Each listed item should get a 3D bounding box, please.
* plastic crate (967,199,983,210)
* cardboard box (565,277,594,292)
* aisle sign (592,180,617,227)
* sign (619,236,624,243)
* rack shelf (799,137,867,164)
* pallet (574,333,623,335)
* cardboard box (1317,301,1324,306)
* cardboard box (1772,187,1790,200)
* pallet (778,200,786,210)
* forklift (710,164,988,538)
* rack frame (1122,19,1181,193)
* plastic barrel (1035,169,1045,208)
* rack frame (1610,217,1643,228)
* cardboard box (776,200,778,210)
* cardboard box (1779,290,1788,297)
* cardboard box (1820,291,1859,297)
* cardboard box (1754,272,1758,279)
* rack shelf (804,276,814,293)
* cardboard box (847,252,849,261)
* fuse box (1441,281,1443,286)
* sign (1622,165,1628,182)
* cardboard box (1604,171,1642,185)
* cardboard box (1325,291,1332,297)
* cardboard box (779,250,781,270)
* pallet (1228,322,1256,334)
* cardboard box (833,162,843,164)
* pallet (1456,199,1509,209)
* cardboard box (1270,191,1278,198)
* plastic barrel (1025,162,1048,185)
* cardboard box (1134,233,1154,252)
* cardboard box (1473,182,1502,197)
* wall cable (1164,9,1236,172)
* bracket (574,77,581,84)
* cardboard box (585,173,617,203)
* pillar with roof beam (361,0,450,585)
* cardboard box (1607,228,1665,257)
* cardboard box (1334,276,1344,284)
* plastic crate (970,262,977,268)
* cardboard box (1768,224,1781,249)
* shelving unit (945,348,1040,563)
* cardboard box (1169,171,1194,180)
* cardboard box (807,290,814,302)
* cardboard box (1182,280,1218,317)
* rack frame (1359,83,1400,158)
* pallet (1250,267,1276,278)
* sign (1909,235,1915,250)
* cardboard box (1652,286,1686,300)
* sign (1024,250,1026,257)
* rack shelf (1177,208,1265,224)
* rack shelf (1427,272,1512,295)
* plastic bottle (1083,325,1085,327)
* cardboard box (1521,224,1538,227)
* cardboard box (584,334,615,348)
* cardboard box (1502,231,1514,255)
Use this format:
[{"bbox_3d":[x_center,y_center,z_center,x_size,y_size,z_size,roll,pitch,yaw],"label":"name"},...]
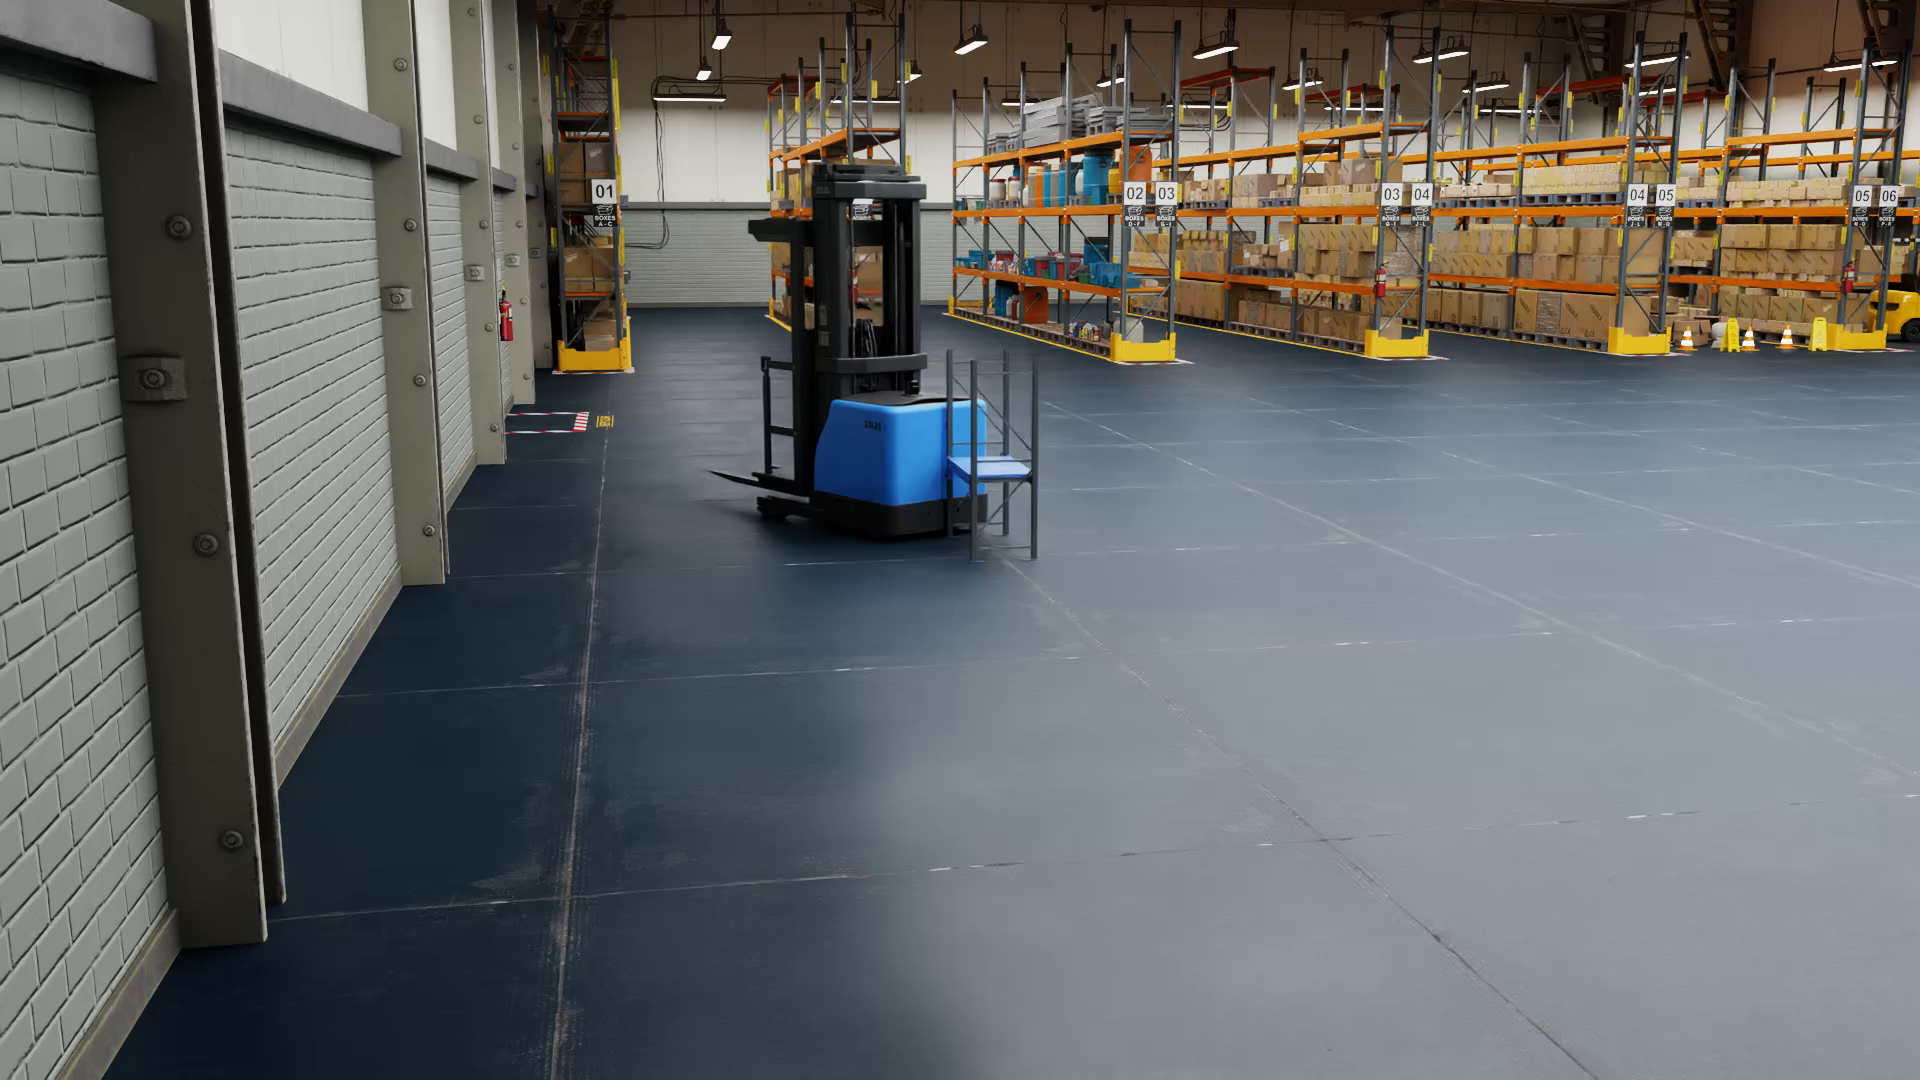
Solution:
[{"bbox_3d":[0.429,-8.696,43.158,0.437,0.282,0.530,-2,11,-11],"label":"plastic crate"},{"bbox_3d":[-6.586,-4.419,28.737,0.500,0.250,0.500,-2,11,-10],"label":"cardboard box"},{"bbox_3d":[-5.997,-5.679,28.056,0.394,0.787,0.004,-2,11,-11],"label":"aisle sign"},{"bbox_3d":[-7.330,-6.422,36.032,0.100,0.325,0.005,-2,11,-11],"label":"sign"},{"bbox_3d":[-2.613,-8.082,34.586,1.077,0.370,4.000,-2,11,-11],"label":"rack shelf"},{"bbox_3d":[-7.476,-4.134,34.354,1.003,0.211,1.213,-2,11,-11],"label":"pallet"},{"bbox_3d":[10.067,-6.505,45.853,0.380,0.149,0.250,-3,11,-14],"label":"cardboard box"},{"bbox_3d":[17.326,-7.214,34.661,0.500,0.250,0.500,-2,11,-10],"label":"cardboard box"},{"bbox_3d":[-3.722,-8.044,39.920,1.213,0.211,1.003,-2,11,-11],"label":"pallet"},{"bbox_3d":[-1.091,-1.675,14.157,1.130,2.935,3.031,-9,14,-38],"label":"forklift"},{"bbox_3d":[3.413,-7.711,29.643,1.000,3.000,0.127,-2,11,-11],"label":"rack frame"},{"bbox_3d":[1.931,-7.637,36.129,0.600,0.830,0.708,-2,11,-11],"label":"plastic barrel"},{"bbox_3d":[19.748,-8.420,49.413,1.000,3.000,0.127,-2,11,-11],"label":"rack frame"},{"bbox_3d":[-4.421,-8.540,42.422,0.500,0.250,0.500,-2,11,-11],"label":"cardboard box"},{"bbox_3d":[17.348,-5.144,34.691,0.380,0.149,0.250,-2,11,-9],"label":"cardboard box"},{"bbox_3d":[21.547,-5.758,40.655,0.875,0.625,0.625,-2,11,-9],"label":"cardboard box"},{"bbox_3d":[17.239,-5.659,35.577,0.380,0.149,0.250,-2,11,-11],"label":"cardboard box"},{"bbox_3d":[-2.613,-5.332,35.110,1.077,0.370,4.000,-2,11,-11],"label":"rack shelf"},{"bbox_3d":[-1.857,-5.157,30.264,0.380,0.149,0.250,-2,11,-10],"label":"cardboard box"},{"bbox_3d":[15.850,-8.689,54.272,0.539,1.711,0.414,-2,11,-11],"label":"fuse box"},{"bbox_3d":[12.621,-6.958,31.554,0.100,0.325,0.005,-2,11,-11],"label":"sign"},{"bbox_3d":[12.787,-6.987,32.076,0.500,0.250,0.500,-2,11,-10],"label":"cardboard box"},{"bbox_3d":[10.172,-6.697,45.271,0.380,0.149,0.250,-3,11,-13],"label":"cardboard box"},{"bbox_3d":[-4.333,-7.106,42.239,0.500,0.500,0.500,-2,11,-10],"label":"cardboard box"},{"bbox_3d":[6.866,-4.898,38.367,1.003,0.211,1.213,-2,11,-11],"label":"pallet"},{"bbox_3d":[-2.028,-6.811,31.162,0.797,0.503,0.637,-1,11,-5],"label":"cardboard box"},{"bbox_3d":[11.998,-7.633,37.759,1.003,0.211,1.213,-2,11,-8],"label":"pallet"},{"bbox_3d":[7.031,-7.583,36.494,0.380,0.166,0.250,-2,11,-13],"label":"cardboard box"},{"bbox_3d":[1.750,-8.226,38.100,0.600,0.830,0.708,-2,11,-11],"label":"plastic barrel"},{"bbox_3d":[5.085,-8.130,45.488,0.500,0.500,0.500,-2,11,-12],"label":"cardboard box"},{"bbox_3d":[11.822,-7.838,37.181,0.500,0.311,0.500,-3,11,-13],"label":"cardboard box"},{"bbox_3d":[7.441,-13.568,51.813,2.277,5.999,0.120,-2,11,-11],"label":"wall cable"},{"bbox_3d":[-10.361,-12.454,44.936,0.235,0.232,0.430,-2,11,-11],"label":"bracket"},{"bbox_3d":[-6.125,-6.007,28.389,0.500,0.500,0.500,-2,11,-10],"label":"cardboard box"},{"bbox_3d":[0.434,-4.303,11.737,9.100,9.000,0.400,-2,11,-11],"label":"pillar with roof beam"},{"bbox_3d":[13.122,-5.780,32.250,0.875,0.550,0.550,-2,11,-11],"label":"cardboard box"},{"bbox_3d":[7.619,-5.137,32.834,0.380,0.149,0.250,-2,11,-11],"label":"cardboard box"},{"bbox_3d":[0.446,-7.173,43.407,0.293,0.136,0.466,-2,11,-11],"label":"plastic crate"},{"bbox_3d":[17.427,-6.356,34.832,0.700,0.500,0.500,-2,11,-11],"label":"cardboard box"},{"bbox_3d":[0.235,-0.668,12.697,0.538,1.500,1.048,-2,11,-10],"label":"shelving unit"},{"bbox_3d":[5.761,-9.464,43.212,0.500,0.250,0.500,-3,11,-15],"label":"cardboard box"},{"bbox_3d":[-3.430,-5.582,38.002,0.500,0.250,0.500,-2,11,-9],"label":"cardboard box"},{"bbox_3d":[6.256,-6.027,41.399,1.225,0.875,0.875,-3,11,-13],"label":"cardboard box"},{"bbox_3d":[10.822,-10.254,43.003,1.000,3.000,0.127,-2,11,-11],"label":"rack frame"},{"bbox_3d":[7.141,-5.956,36.977,1.003,0.211,1.213,-2,11,-11],"label":"pallet"},{"bbox_3d":[21.552,-6.728,37.636,0.100,0.325,0.005,-2,11,-11],"label":"sign"},{"bbox_3d":[20.104,-6.934,47.169,0.700,0.500,0.500,-3,11,-13],"label":"cardboard box"},{"bbox_3d":[1.619,-7.121,41.845,0.100,0.325,0.005,-2,11,-11],"label":"sign"},{"bbox_3d":[6.326,-7.898,40.573,1.077,0.370,4.000,-2,11,-11],"label":"rack shelf"},{"bbox_3d":[11.989,-5.853,37.849,1.077,0.370,4.000,-2,11,-11],"label":"rack shelf"},{"bbox_3d":[2.487,-4.150,33.099,0.097,0.271,0.097,0,11,0],"label":"plastic bottle"},{"bbox_3d":[15.286,-8.409,44.679,0.380,0.149,0.250,-2,11,-12],"label":"cardboard box"},{"bbox_3d":[-6.462,-3.534,29.755,0.500,0.311,0.500,-1,11,-6],"label":"cardboard box"},{"bbox_3d":[12.276,-6.471,36.229,0.700,0.500,0.500,-2,11,-12],"label":"cardboard box"}]
